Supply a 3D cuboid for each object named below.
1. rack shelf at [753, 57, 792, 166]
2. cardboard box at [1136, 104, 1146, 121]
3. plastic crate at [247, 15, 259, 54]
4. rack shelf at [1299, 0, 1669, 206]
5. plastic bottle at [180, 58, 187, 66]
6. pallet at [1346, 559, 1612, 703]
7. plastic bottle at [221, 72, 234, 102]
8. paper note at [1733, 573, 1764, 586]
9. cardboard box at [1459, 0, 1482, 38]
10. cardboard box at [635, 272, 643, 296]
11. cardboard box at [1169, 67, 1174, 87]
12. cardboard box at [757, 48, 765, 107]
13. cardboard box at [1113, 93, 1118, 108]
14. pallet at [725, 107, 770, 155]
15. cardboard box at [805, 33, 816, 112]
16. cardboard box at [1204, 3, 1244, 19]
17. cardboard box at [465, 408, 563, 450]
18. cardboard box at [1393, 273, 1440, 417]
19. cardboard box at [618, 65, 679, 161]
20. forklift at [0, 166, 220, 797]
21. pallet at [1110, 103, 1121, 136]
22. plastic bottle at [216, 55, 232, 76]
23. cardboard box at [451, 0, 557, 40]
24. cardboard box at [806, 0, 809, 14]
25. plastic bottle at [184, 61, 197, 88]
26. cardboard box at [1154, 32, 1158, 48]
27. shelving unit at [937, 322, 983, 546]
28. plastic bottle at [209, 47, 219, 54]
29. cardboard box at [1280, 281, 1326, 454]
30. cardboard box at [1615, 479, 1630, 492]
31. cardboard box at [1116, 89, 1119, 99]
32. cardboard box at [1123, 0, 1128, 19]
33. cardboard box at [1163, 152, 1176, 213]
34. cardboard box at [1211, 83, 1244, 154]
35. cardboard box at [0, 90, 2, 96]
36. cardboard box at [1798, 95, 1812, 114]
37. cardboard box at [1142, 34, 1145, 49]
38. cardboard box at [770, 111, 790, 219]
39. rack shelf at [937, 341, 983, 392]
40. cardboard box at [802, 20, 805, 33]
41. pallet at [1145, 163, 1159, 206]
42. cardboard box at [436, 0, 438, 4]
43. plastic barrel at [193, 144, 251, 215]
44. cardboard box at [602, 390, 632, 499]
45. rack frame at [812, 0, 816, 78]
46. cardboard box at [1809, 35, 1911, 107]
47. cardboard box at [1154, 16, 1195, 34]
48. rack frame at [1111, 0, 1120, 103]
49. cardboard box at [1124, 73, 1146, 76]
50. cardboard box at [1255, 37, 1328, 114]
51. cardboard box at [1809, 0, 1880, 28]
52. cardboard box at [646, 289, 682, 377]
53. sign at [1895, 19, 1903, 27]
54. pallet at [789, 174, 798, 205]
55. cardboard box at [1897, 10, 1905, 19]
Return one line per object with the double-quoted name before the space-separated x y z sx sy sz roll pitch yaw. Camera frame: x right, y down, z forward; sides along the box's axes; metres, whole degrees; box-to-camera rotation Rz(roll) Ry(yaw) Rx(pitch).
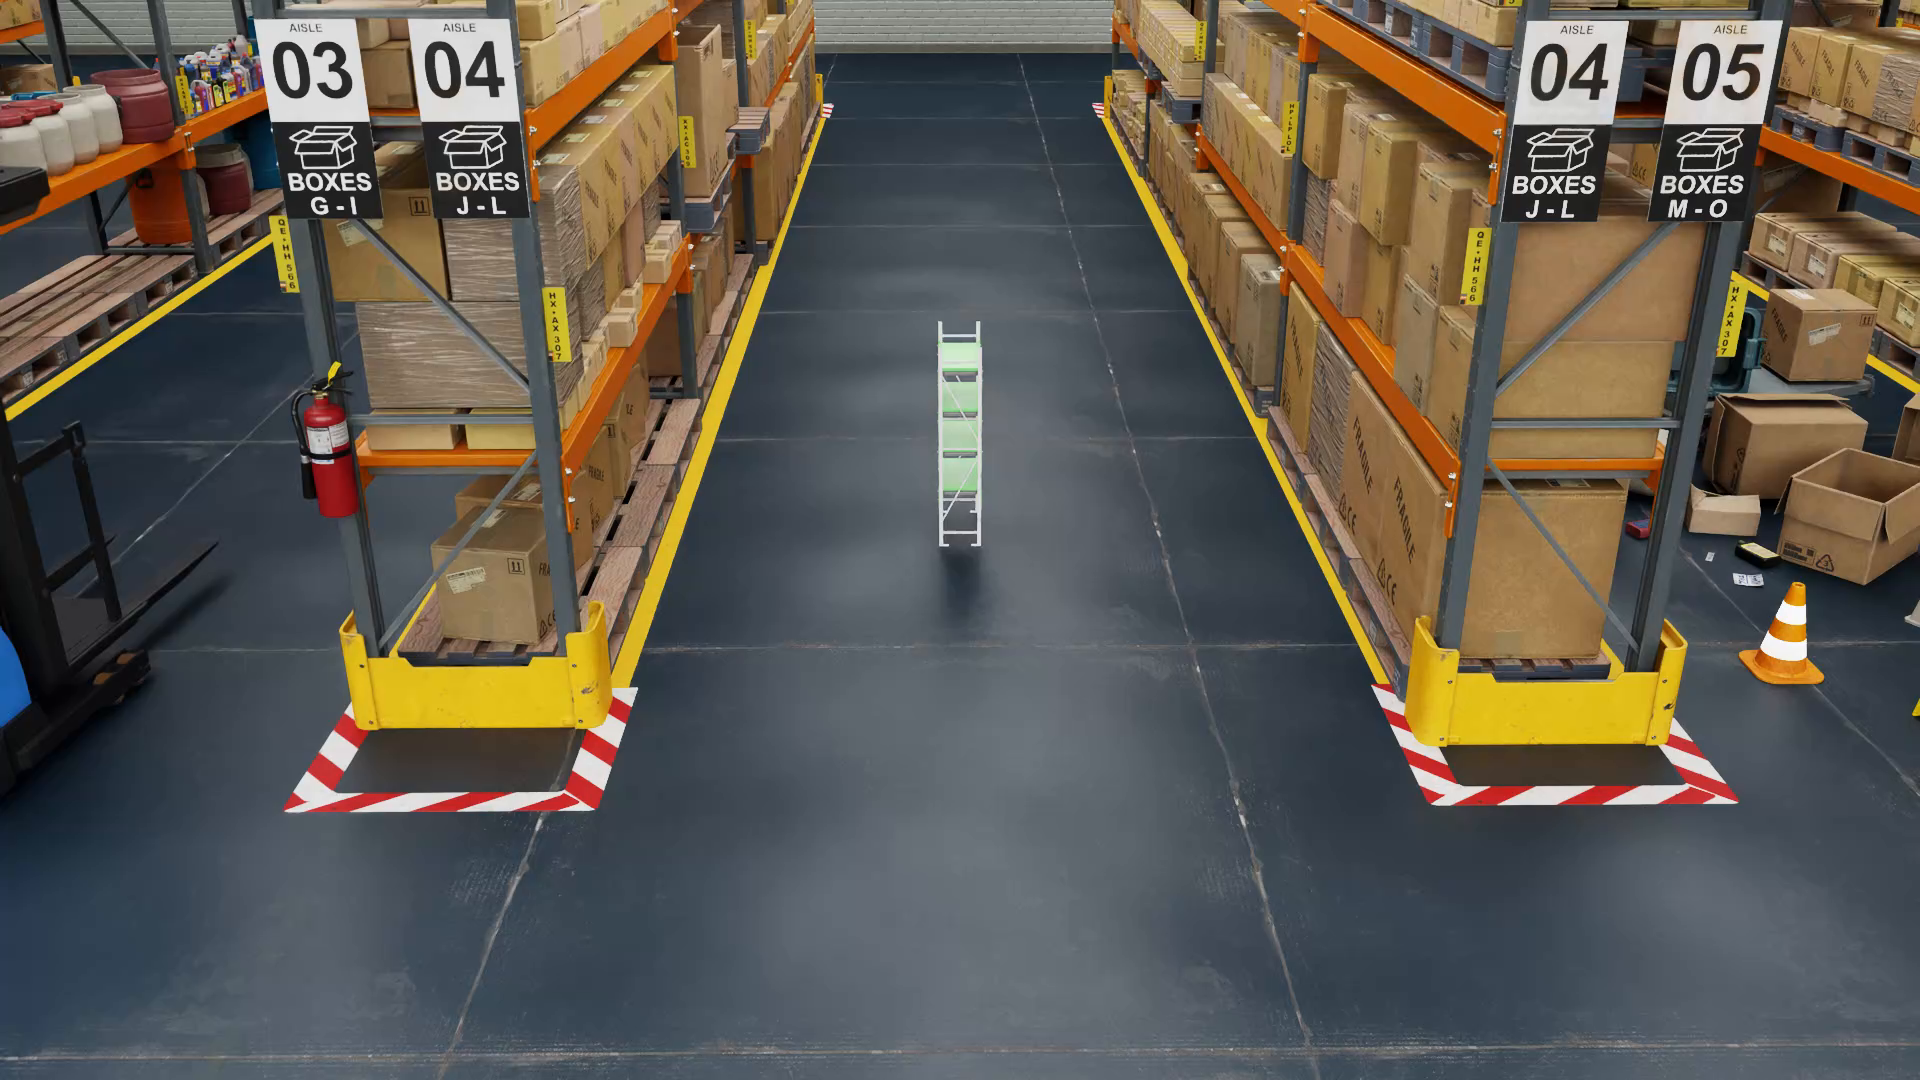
"rack shelf" -2.373 -4.313 16.518 1.077 0.370 4.000 0 24 -1
"cardboard box" 2.250 -4.962 19.308 0.380 0.149 0.250 0 24 -1
"plastic crate" -7.693 -5.653 18.556 0.392 0.384 0.575 0 24 -1
"rack shelf" 2.675 -2.363 8.569 1.077 0.370 4.000 0 24 -1
"plastic bottle" -7.737 -4.666 16.583 0.097 0.271 0.097 0 24 0
"pallet" 2.610 0.441 8.519 1.003 0.211 1.213 0 24 -1
"plastic bottle" -6.968 -4.304 15.782 0.097 0.271 0.097 0 24 0
"paper note" 4.378 0.217 9.236 0.144 0.017 0.142 8 26 18
"cardboard box" 2.353 -2.229 7.072 0.380 0.149 0.250 0 24 0
"cardboard box" -2.047 -1.451 9.623 0.380 0.149 0.250 0 24 -1
"cardboard box" 2.141 -4.283 15.376 0.380 0.149 0.250 0 24 0
"cardboard box" -2.092 -4.276 15.443 0.500 0.500 0.500 -1 24 -2
"cardboard box" 2.208 -5.768 21.814 0.380 0.149 0.250 0 24 1
"pallet" -2.237 -3.436 13.939 1.213 0.211 1.003 0 24 -1
"cardboard box" -2.351 -6.073 21.606 0.875 0.875 0.875 0 24 -1
"cardboard box" 2.770 -5.518 17.383 0.380 0.149 0.250 -1 24 -2
"cardboard box" -2.028 -0.524 7.573 0.380 0.149 0.250 0 24 -1
"cardboard box" 2.620 -0.948 8.024 0.875 0.550 0.550 0 24 -1
"cardboard box" -2.027 -2.620 10.208 0.500 0.500 0.500 0 24 -1
"forklift" -4.591 -0.535 7.376 1.130 2.935 3.031 2 24 5
"pallet" 2.497 -5.457 21.559 1.003 0.211 1.213 0 24 -1
"plastic bottle" -7.149 -4.532 16.191 0.144 0.351 0.185 0 24 -1
"cardboard box" -1.942 -2.222 7.080 0.380 0.149 0.250 0 24 1
"cardboard box" -2.163 -6.772 20.905 0.500 0.250 0.500 -1 24 -1
"plastic bottle" -7.590 -4.587 16.407 0.097 0.271 0.097 0 24 0
"cardboard box" 2.130 -4.953 16.494 0.380 0.149 0.250 -1 24 -1
"shelving unit" -0.002 -0.615 9.654 0.258 1.200 0.503 0 24 -1
"plastic bottle" -7.745 -4.992 17.305 0.097 0.271 0.097 0 24 0
"cardboard box" 2.590 -1.112 10.638 0.875 0.875 0.875 0 24 0
"cardboard box" 3.697 -0.376 9.971 0.500 0.500 0.500 4 25 9
"cardboard box" 2.218 -5.791 21.503 0.380 0.149 0.250 0 24 -1
"cardboard box" 2.275 -6.666 20.366 0.500 0.500 0.500 0 24 0
"cardboard box" 2.317 -3.551 16.485 0.500 0.500 0.500 -1 24 -3
"cardboard box" 2.353 -3.447 13.610 0.500 0.500 0.500 0 24 -1
"cardboard box" -12.616 -5.586 21.264 0.500 0.250 0.500 0 24 -1
"cardboard box" 7.346 -3.686 14.056 0.380 0.149 0.250 -2 24 -4
"cardboard box" 2.119 -5.243 17.499 0.380 0.149 0.250 0 24 0
"cardboard box" -2.340 -3.691 16.340 1.225 0.875 0.875 0 24 0
"rack shelf" -0.002 -0.994 9.482 0.258 0.148 0.480 0 24 -1
"cardboard box" -2.089 -6.223 20.174 0.380 0.149 0.250 0 24 0
"pallet" 2.576 -3.854 18.015 1.003 0.211 1.213 0 24 -1
"cardboard box" -2.482 -2.539 7.781 0.380 0.149 0.250 0 24 0
"plastic barrel" -7.338 -3.553 16.383 0.600 0.588 0.708 0 24 -1
"cardboard box" -2.244 -0.564 9.881 0.500 0.500 0.500 -2 24 -5
"rack frame" -2.438 -7.113 21.837 1.000 3.000 0.127 0 24 -1
"cardboard box" 7.345 -3.832 13.591 0.500 0.500 0.500 1 24 2
"cardboard box" 2.126 -5.096 16.451 0.380 0.149 0.250 1 24 1
"rack frame" 2.523 -7.093 21.794 1.000 3.000 0.127 0 24 -1
"cardboard box" 2.312 -5.926 21.441 0.380 0.149 0.250 0 24 0
"cardboard box" 2.625 -3.483 12.475 0.700 0.500 0.500 0 24 -1
"cardboard box" 7.798 -4.566 14.871 0.500 0.500 0.500 -1 24 -2
"cardboard box" -2.293 -1.483 11.888 0.700 0.500 0.500 -2 24 -5
"sign" 8.101 -4.359 14.438 0.100 0.325 0.005 0 24 -1
"pallet" -2.311 -3.876 18.065 1.003 0.211 1.213 0 24 -1
"cardboard box" 12.250 -6.717 21.267 0.380 0.149 0.250 -1 24 -1
